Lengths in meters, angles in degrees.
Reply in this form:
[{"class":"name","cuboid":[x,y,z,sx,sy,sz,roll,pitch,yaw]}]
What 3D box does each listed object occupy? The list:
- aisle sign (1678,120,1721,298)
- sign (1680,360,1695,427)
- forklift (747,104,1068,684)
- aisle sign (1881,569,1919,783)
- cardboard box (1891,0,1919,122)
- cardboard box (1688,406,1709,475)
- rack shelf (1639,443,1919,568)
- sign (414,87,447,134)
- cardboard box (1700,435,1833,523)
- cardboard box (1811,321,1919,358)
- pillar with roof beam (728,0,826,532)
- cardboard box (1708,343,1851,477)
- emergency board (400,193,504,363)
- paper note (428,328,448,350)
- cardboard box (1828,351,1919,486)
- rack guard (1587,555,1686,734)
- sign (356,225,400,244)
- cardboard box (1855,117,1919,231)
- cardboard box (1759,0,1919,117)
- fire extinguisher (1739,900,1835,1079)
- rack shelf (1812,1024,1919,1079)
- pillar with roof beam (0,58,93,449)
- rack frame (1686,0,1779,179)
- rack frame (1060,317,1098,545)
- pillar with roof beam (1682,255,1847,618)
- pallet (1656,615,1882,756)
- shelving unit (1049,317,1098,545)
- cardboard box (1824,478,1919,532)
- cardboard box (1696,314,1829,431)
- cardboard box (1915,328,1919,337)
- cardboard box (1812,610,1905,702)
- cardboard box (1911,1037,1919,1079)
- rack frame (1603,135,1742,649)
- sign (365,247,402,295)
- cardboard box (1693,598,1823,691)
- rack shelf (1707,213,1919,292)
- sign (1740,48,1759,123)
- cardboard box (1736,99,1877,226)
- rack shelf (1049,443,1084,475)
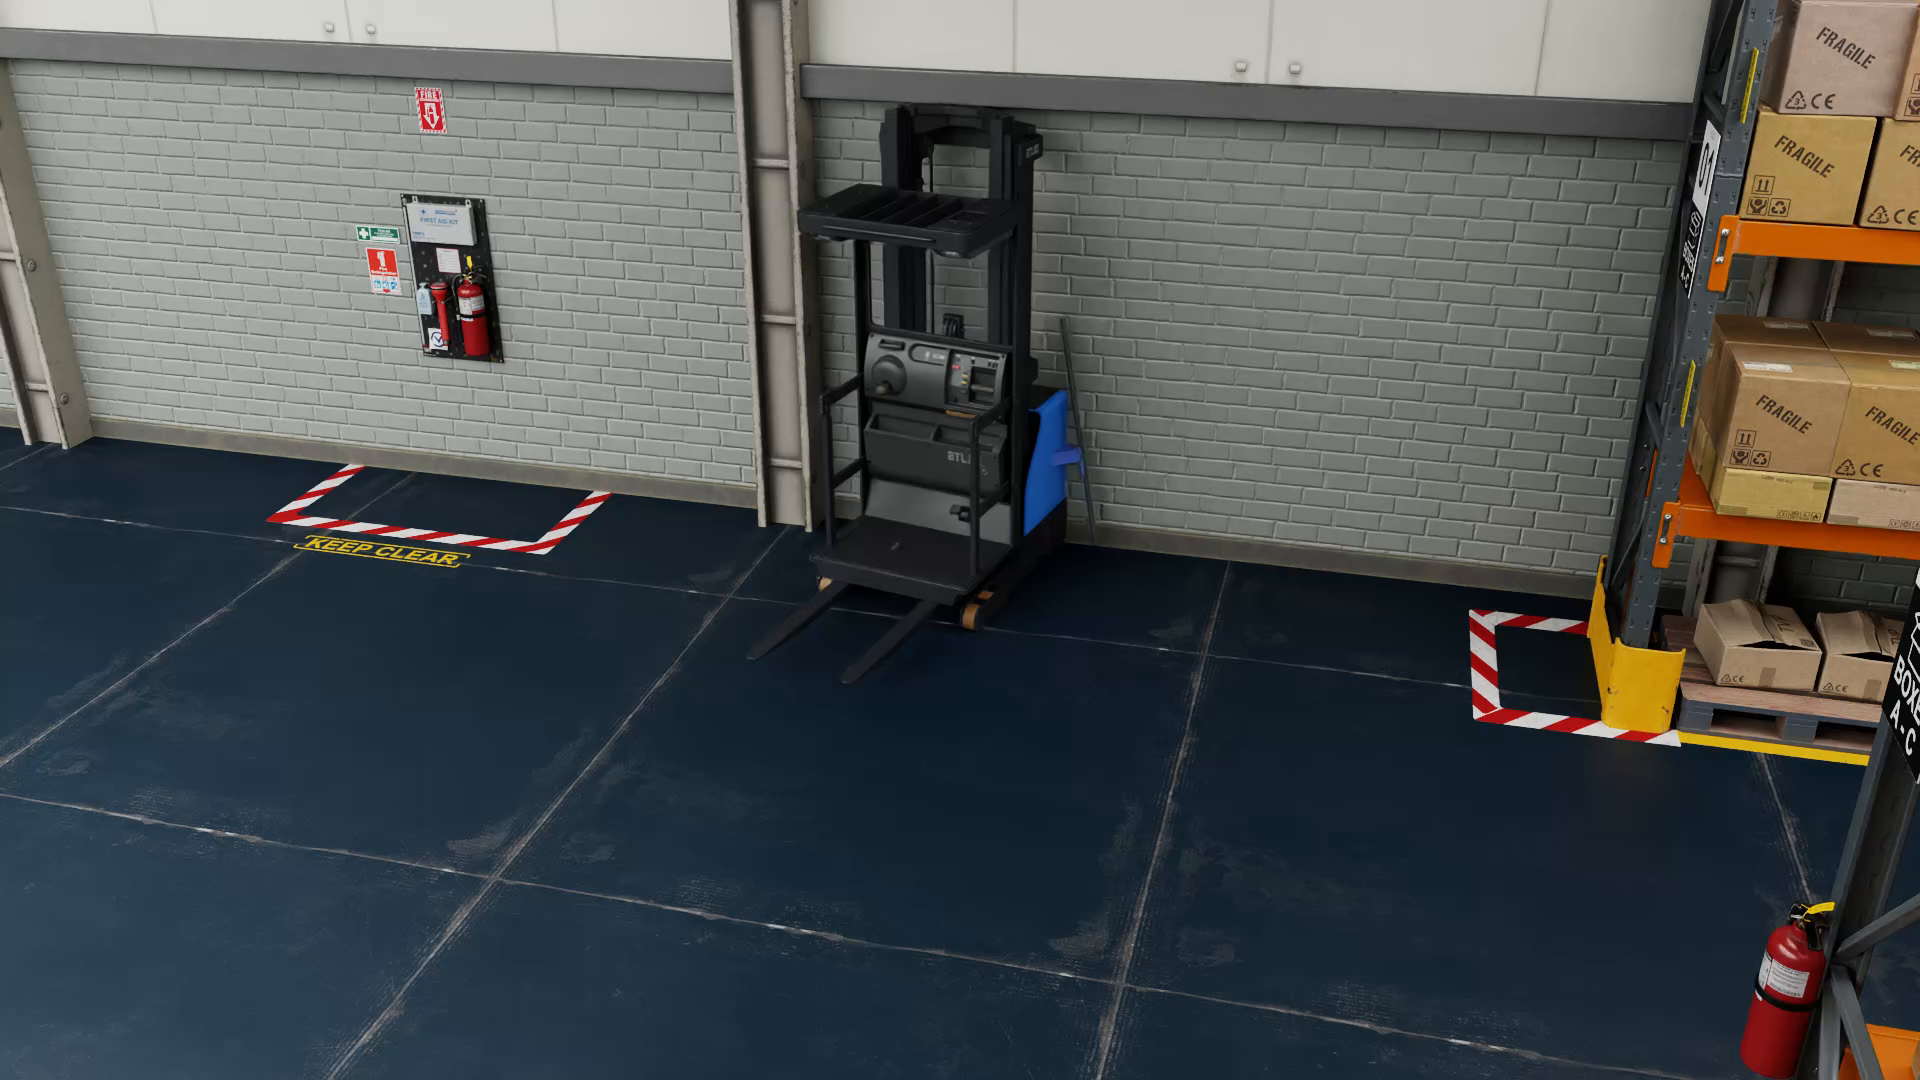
[{"class":"aisle sign","cuboid":[3.615,-1.621,8.141,0.004,0.787,0.394,6,26,13]},{"class":"sign","cuboid":[3.624,-0.729,8.285,0.005,0.325,0.100,6,26,13]},{"class":"forklift","cuboid":[-0.243,-0.987,9.912,1.130,2.935,3.031,12,28,23]},{"class":"aisle sign","cuboid":[2.539,0.195,4.326,0.004,0.787,0.394,6,26,13]},{"class":"cardboard box","cuboid":[4.545,-2.207,7.604,0.500,0.500,0.500,6,26,12]},{"class":"cardboard box","cuboid":[4.260,-0.536,9.038,0.500,0.250,0.500,7,26,14]},{"class":"rack shelf","cuboid":[5.696,-0.025,8.650,4.000,0.370,1.077,6,26,13]},{"class":"sign","cuboid":[-3.525,-2.861,11.073,0.199,0.298,0.001,6,26,13]},{"class":"cardboard box","cuboid":[4.153,-0.321,8.586,0.500,0.250,0.500,6,26,11]},{"class":"cardboard box","cuboid":[4.754,-0.824,8.770,0.500,0.500,0.500,7,26,14]},{"class":"pillar with roof beam","cuboid":[-2.230,-2.408,5.840,0.400,9.000,9.100,6,26,13]},{"class":"cardboard box","cuboid":[4.147,-0.668,8.442,0.500,0.500,0.500,6,26,13]},{"class":"emergency board","cuboid":[-3.542,-1.772,11.483,0.643,1.169,0.194,6,26,13]},{"class":"paper note","cuboid":[-3.696,-1.422,11.772,0.142,0.148,0.016,6,26,13]},{"class":"cardboard box","cuboid":[4.623,-0.611,8.322,0.500,0.500,0.500,6,26,13]},{"class":"rack guard","cuboid":[3.833,0.573,9.466,0.348,0.500,1.175,6,26,13]},{"class":"sign","cuboid":[-4.050,-2.125,11.567,0.331,0.109,0.001,6,26,13]},{"class":"cardboard box","cuboid":[4.532,-1.760,7.829,0.500,0.500,0.500,8,27,16]},{"class":"cardboard box","cuboid":[4.072,-2.282,7.761,0.500,0.500,0.500,4,26,9]},{"class":"fire extinguisher","cuboid":[2.530,1.327,5.062,0.183,0.674,0.296,6,26,13]},{"class":"rack shelf","cuboid":[4.466,2.037,4.318,4.000,0.370,1.077,6,26,13]},{"class":"pillar with roof beam","cuboid":[-8.041,-3.051,7.189,0.400,9.000,9.100,6,26,13]},{"class":"rack frame","cuboid":[3.759,-3.273,7.656,0.127,3.000,1.000,6,26,13]},{"class":"rack frame","cuboid":[0.757,-0.749,10.930,0.032,1.500,0.500,-10,16,-1]},{"class":"pillar with roof beam","cuboid":[3.580,-1.766,4.490,0.400,9.000,9.100,6,26,13]},{"class":"pallet","cuboid":[4.611,0.805,9.314,1.213,0.211,1.003,6,26,13]},{"class":"shelving unit","cuboid":[0.256,-0.663,10.925,1.048,1.500,0.538,-10,16,-1]},{"class":"cardboard box","cuboid":[4.659,-0.271,8.482,0.500,0.250,0.500,5,26,11]},{"class":"cardboard box","cuboid":[4.269,-0.882,8.892,0.500,0.500,0.500,6,26,12]},{"class":"cardboard box","cuboid":[5.256,-0.771,8.658,0.500,0.500,0.500,6,26,12]},{"class":"cardboard box","cuboid":[4.959,0.624,9.066,0.500,0.311,0.500,9,27,17]},{"class":"cardboard box","cuboid":[2.978,1.509,4.475,0.500,0.500,0.700,6,26,13]},{"class":"rack frame","cuboid":[3.759,-0.564,8.946,0.127,3.000,1.000,6,26,13]},{"class":"sign","cuboid":[-4.052,-1.890,11.690,0.234,0.329,0.001,6,26,13]},{"class":"cardboard box","cuboid":[4.407,0.563,9.195,0.500,0.311,0.500,3,26,7]},{"class":"rack shelf","cuboid":[5.696,-1.380,8.006,4.000,0.370,1.077,6,26,13]},{"class":"sign","cuboid":[3.624,-2.087,7.638,0.005,0.325,0.100,6,26,13]},{"class":"cardboard box","cuboid":[4.021,-1.833,7.981,0.500,0.500,0.500,7,26,14]},{"class":"rack shelf","cuboid":[0.285,-0.492,10.973,1.000,0.185,0.538,-10,16,-1]}]
